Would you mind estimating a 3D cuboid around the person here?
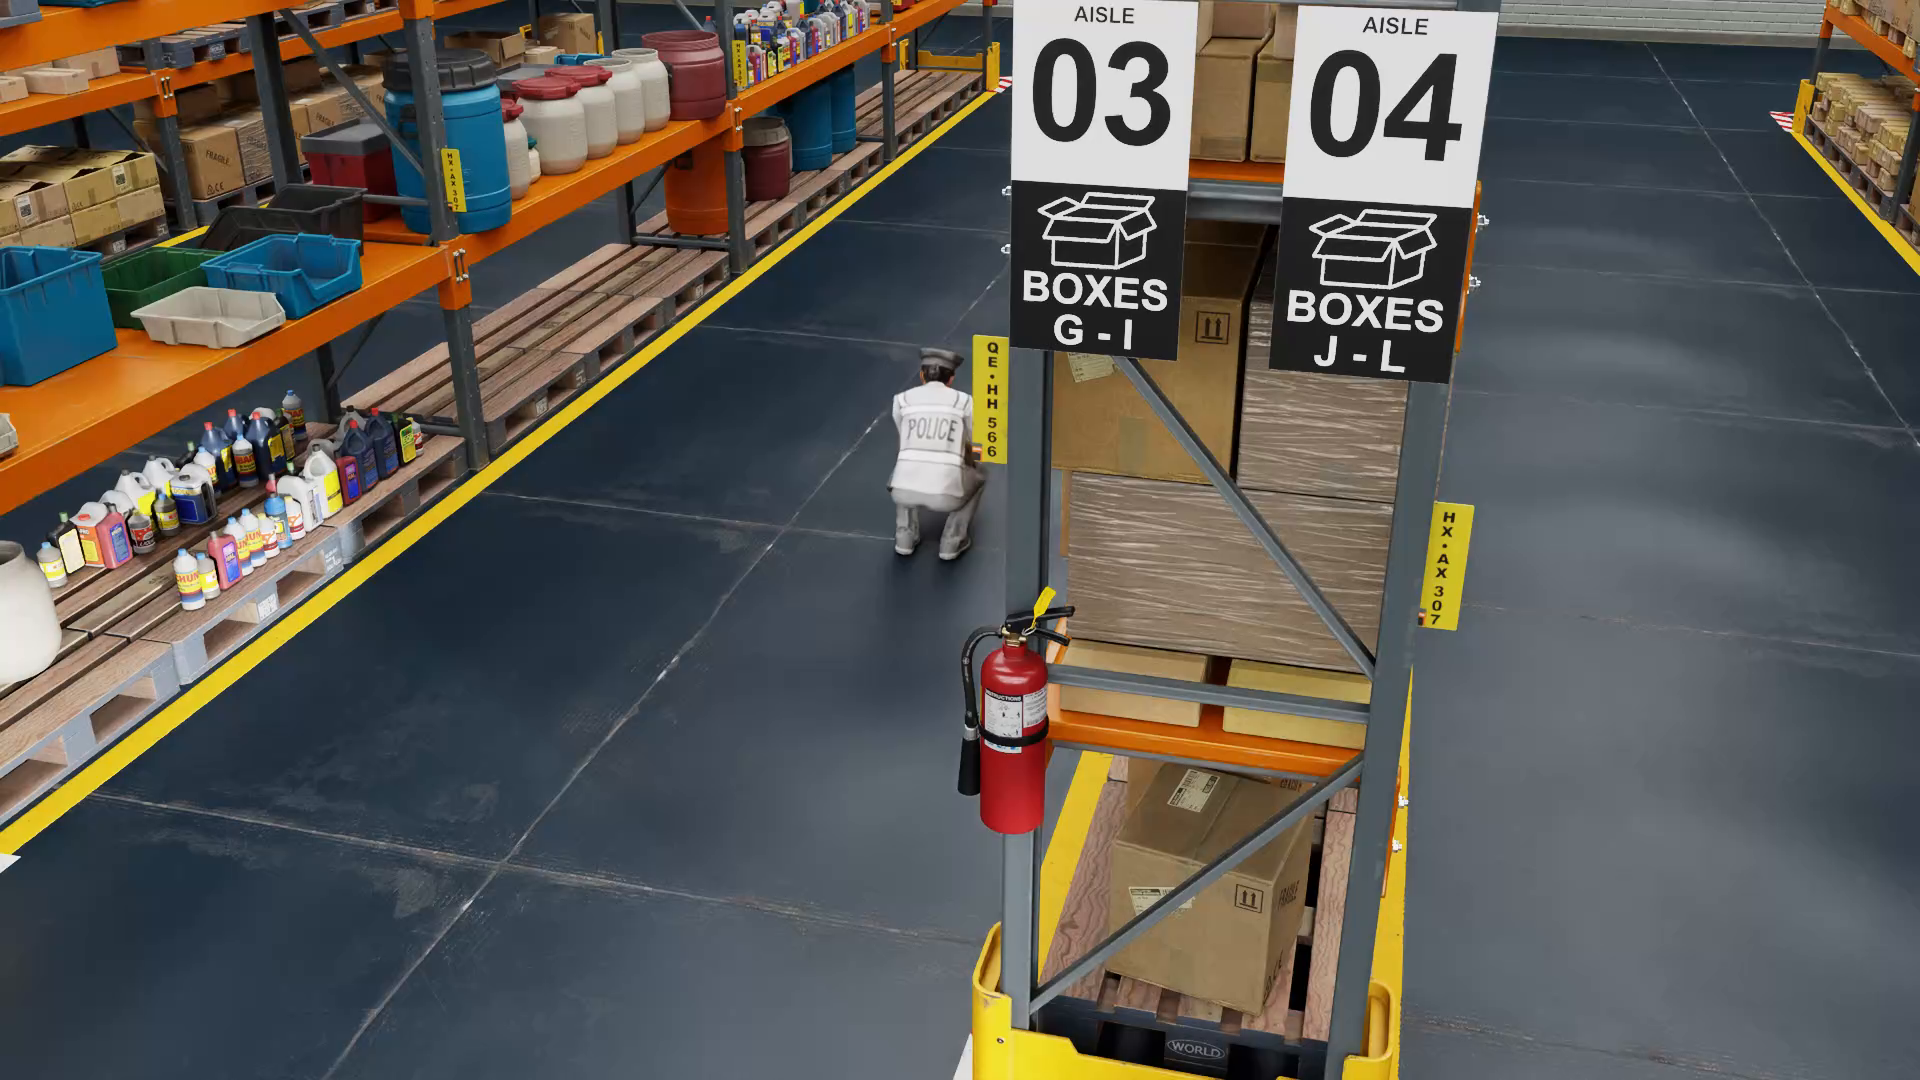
[{"bbox_3d":[-0.107,-0.447,8.375,0.492,0.969,0.827,6,26,12],"label":"person"}]
